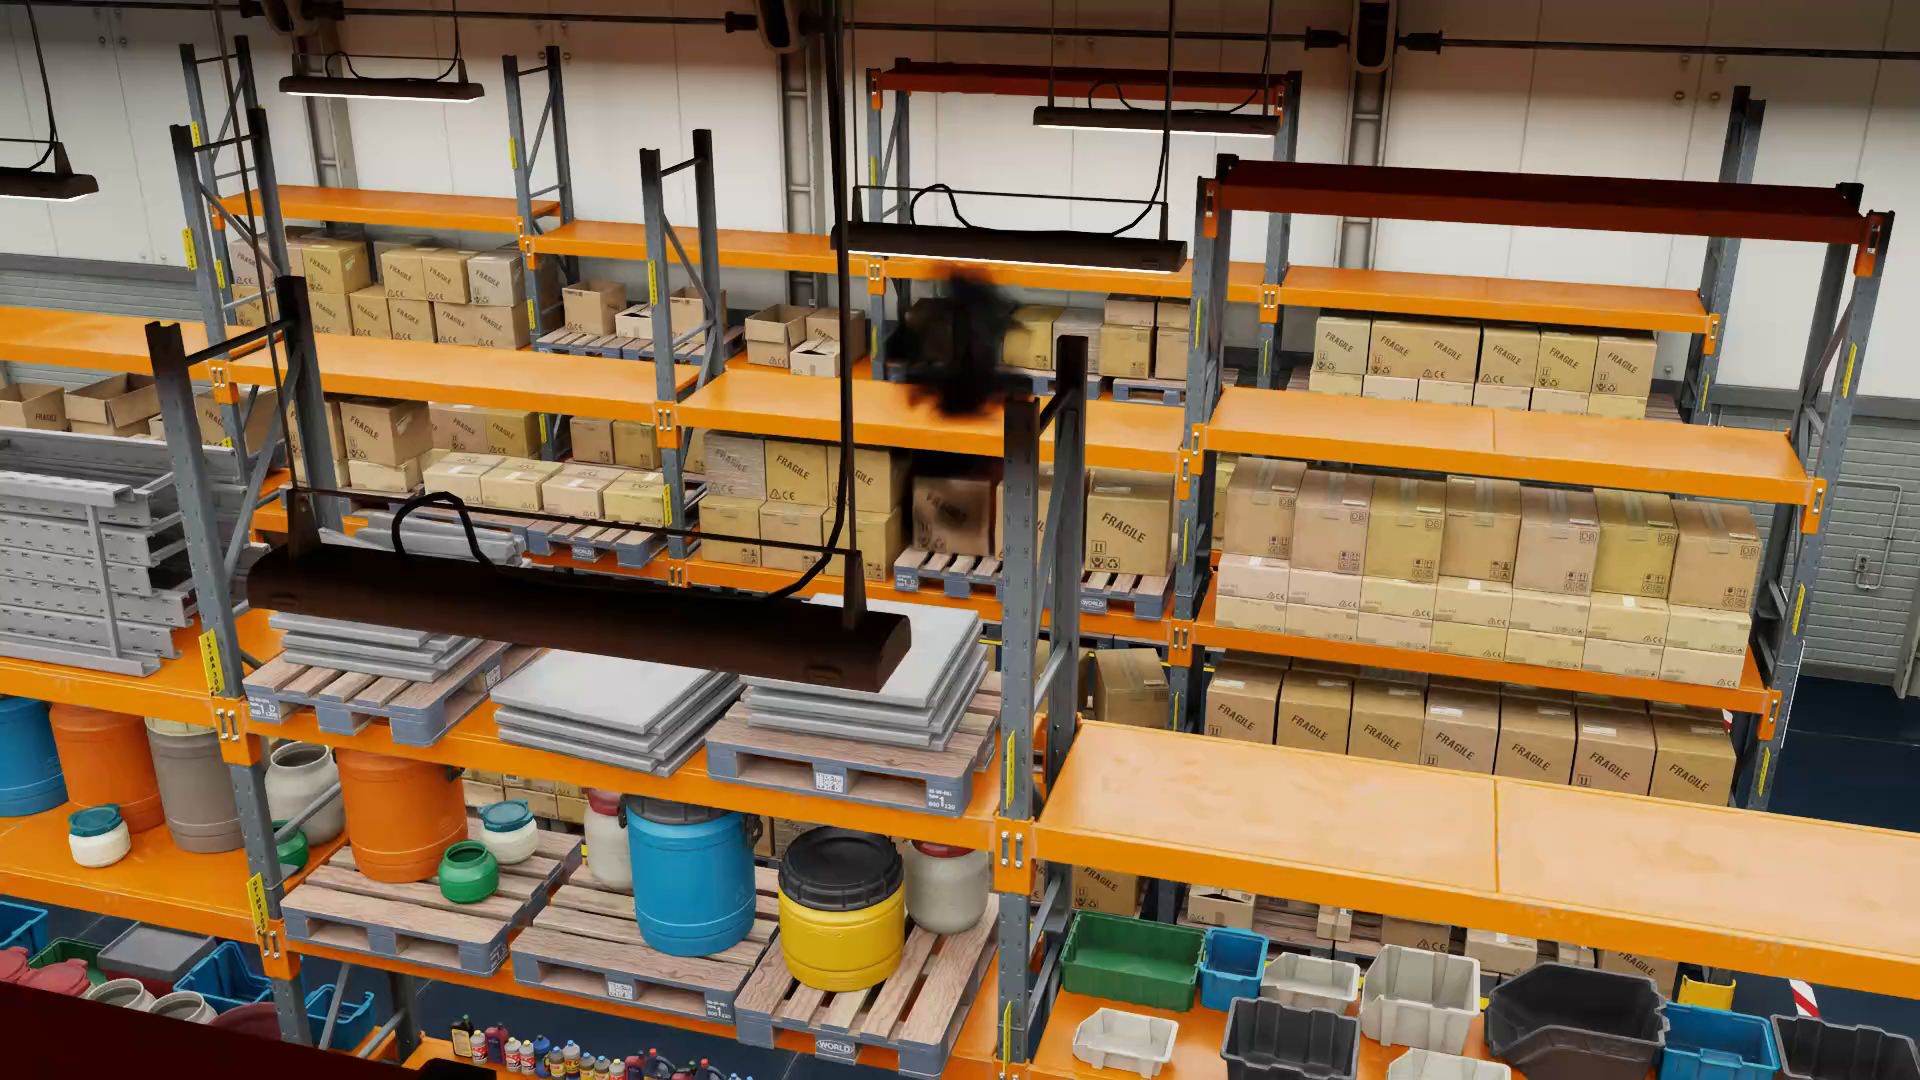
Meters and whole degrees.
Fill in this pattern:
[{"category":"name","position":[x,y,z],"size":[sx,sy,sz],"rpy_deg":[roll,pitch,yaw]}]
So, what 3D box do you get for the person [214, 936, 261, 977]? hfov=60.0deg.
[{"category":"person","position":[-5.407,2.800,11.860],"size":[0.926,1.641,0.610],"rpy_deg":[5,23,13]}]
